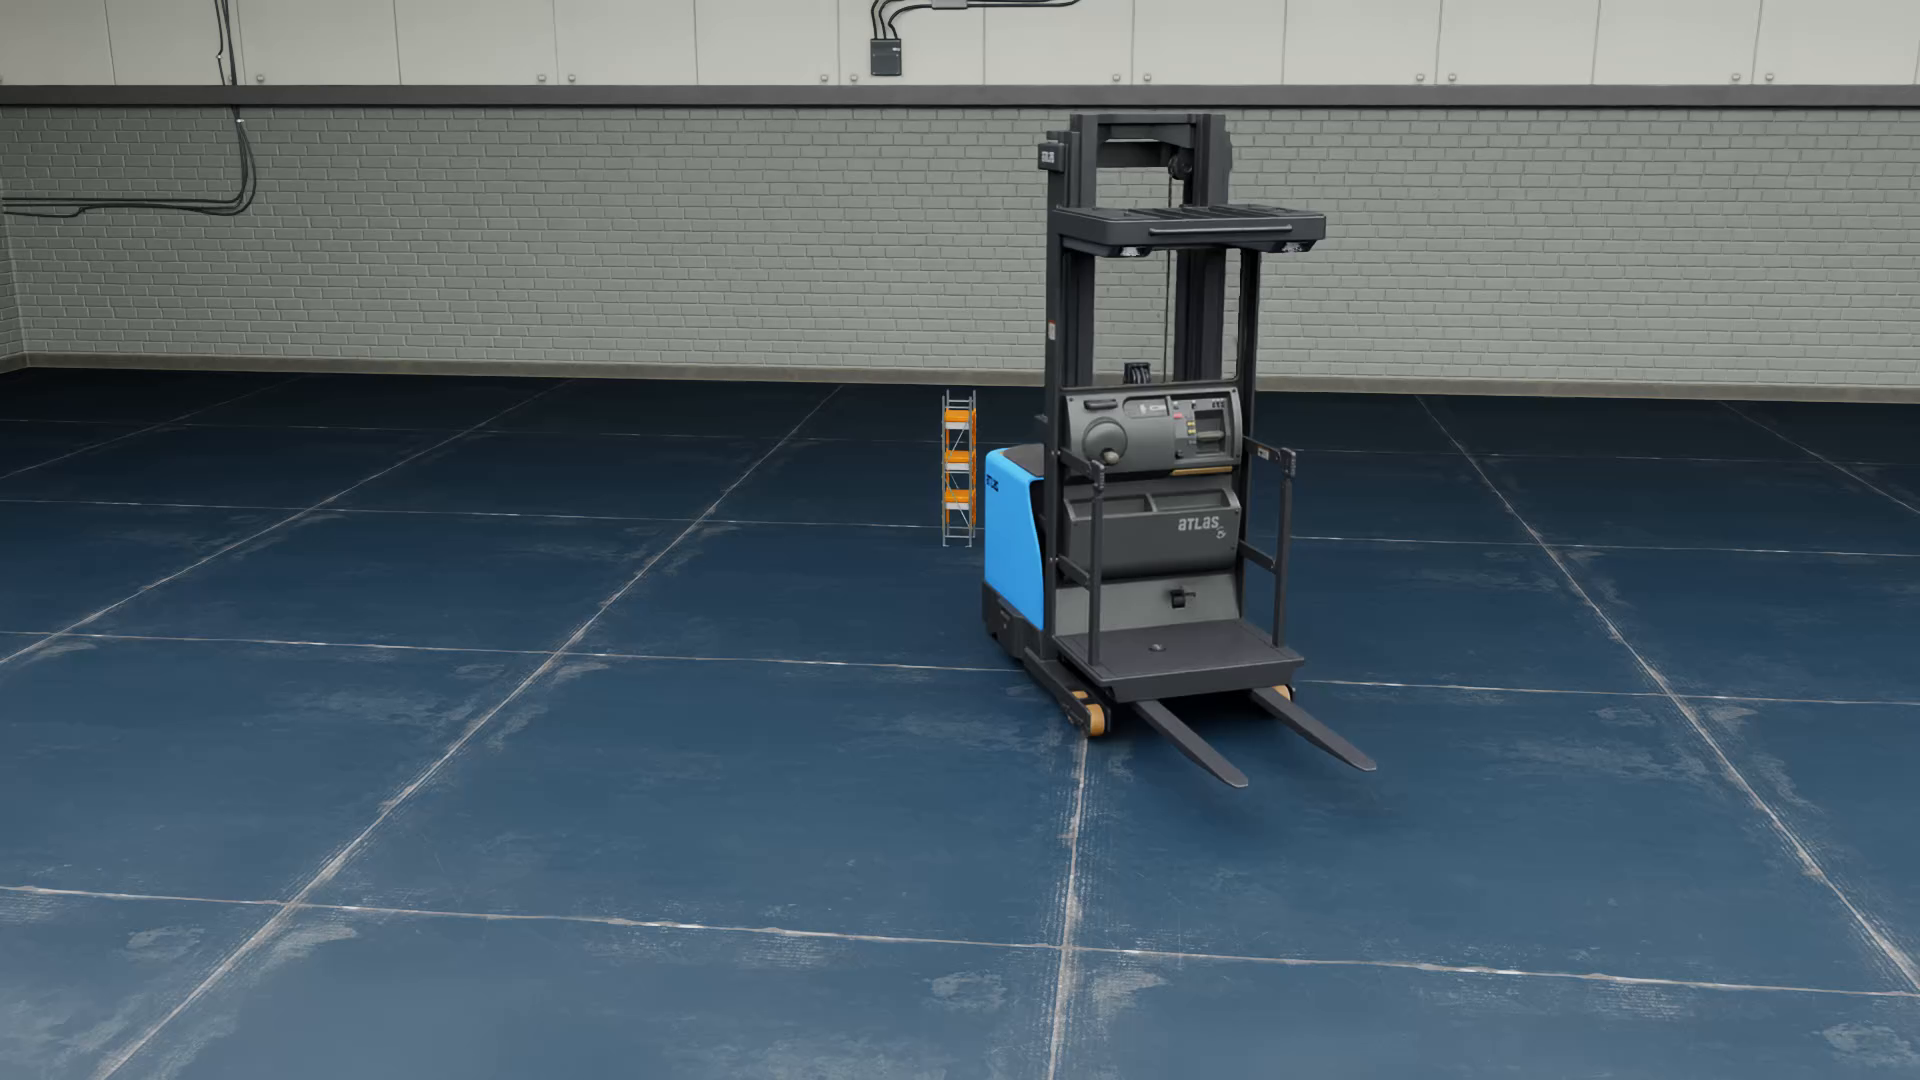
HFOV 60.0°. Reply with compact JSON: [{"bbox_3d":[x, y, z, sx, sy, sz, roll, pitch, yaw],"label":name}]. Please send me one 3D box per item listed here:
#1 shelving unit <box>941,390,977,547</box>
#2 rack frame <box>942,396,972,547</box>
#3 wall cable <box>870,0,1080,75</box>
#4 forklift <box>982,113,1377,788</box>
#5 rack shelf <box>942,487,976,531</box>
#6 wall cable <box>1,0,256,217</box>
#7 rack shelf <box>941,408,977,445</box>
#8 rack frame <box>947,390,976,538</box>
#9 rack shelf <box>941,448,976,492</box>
[{"bbox_3d":[-0.006,-0.493,11.474,0.215,1.050,0.252,2,15,6],"label":"shelving unit"},{"bbox_3d":[-0.020,-0.461,11.357,0.200,1.050,0.008,2,15,6],"label":"rack frame"},{"bbox_3d":[0.239,-7.624,16.103,2.305,6.003,0.169,2,15,6],"label":"wall cable"},{"bbox_3d":[1.042,-0.566,8.141,1.130,2.935,3.031,-5,16,-16],"label":"forklift"},{"bbox_3d":[-0.006,-0.214,11.549,0.215,0.259,0.240,2,15,6],"label":"rack shelf"},{"bbox_3d":[-9.192,-4.767,18.002,3.097,2.526,0.112,2,15,6],"label":"wall cable"},{"bbox_3d":[-0.006,-0.757,11.402,0.215,0.259,0.240,2,15,6],"label":"rack shelf"},{"bbox_3d":[0.008,-0.525,11.591,0.200,1.050,0.008,2,15,6],"label":"rack frame"},{"bbox_3d":[-0.006,-0.483,11.476,0.215,0.259,0.240,2,15,6],"label":"rack shelf"}]
